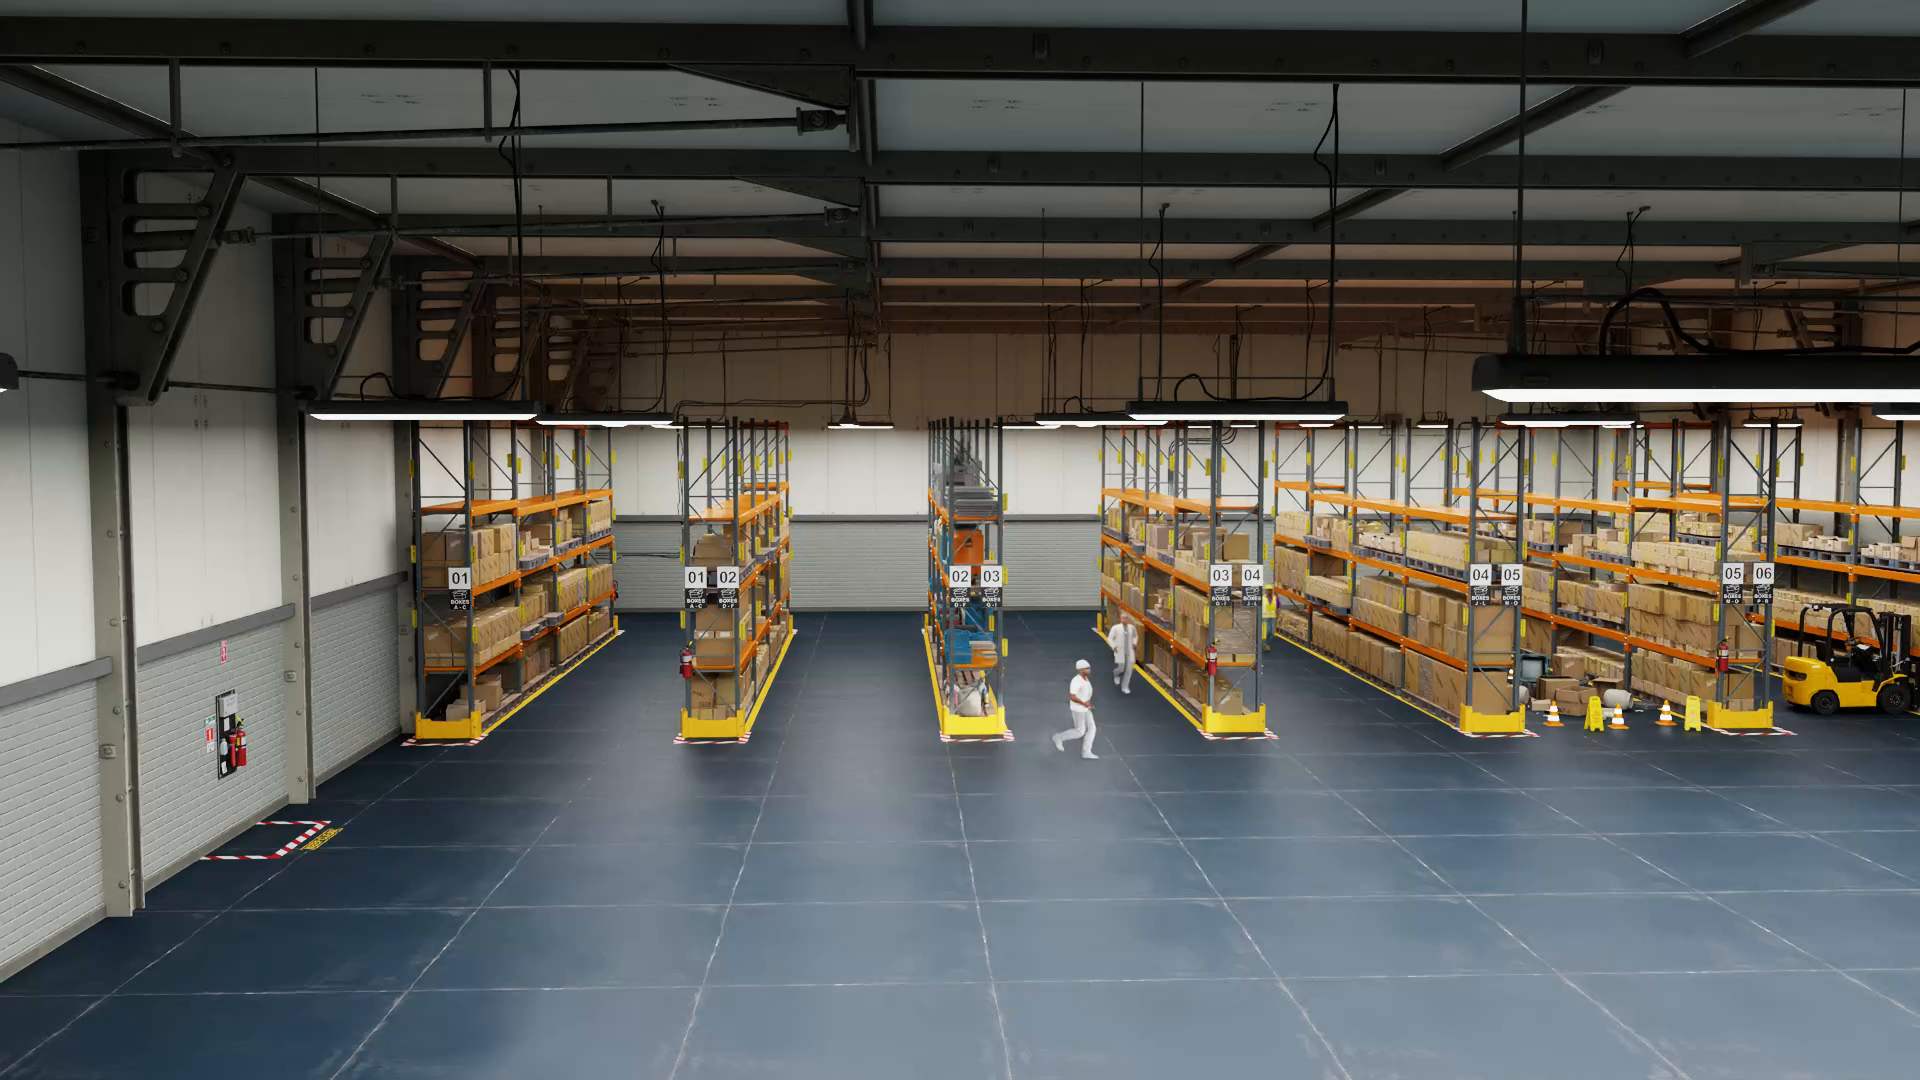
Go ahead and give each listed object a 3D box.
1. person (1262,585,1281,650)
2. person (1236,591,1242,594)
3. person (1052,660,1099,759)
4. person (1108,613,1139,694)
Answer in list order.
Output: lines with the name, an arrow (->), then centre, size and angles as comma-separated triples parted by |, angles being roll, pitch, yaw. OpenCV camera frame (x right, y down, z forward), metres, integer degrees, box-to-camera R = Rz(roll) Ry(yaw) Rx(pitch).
person -> 8.049, 2.033, 43.293 | 0.691, 1.723, 0.586 | -1, 4, -9
person -> 7.805, 1.877, 46.396 | 0.614, 1.724, 0.774 | 0, 4, 2
person -> 2.042, 2.958, 29.110 | 0.834, 1.736, 0.692 | 2, 4, 23
person -> 3.608, 2.475, 36.571 | 0.711, 1.743, 0.756 | -1, 4, -11
